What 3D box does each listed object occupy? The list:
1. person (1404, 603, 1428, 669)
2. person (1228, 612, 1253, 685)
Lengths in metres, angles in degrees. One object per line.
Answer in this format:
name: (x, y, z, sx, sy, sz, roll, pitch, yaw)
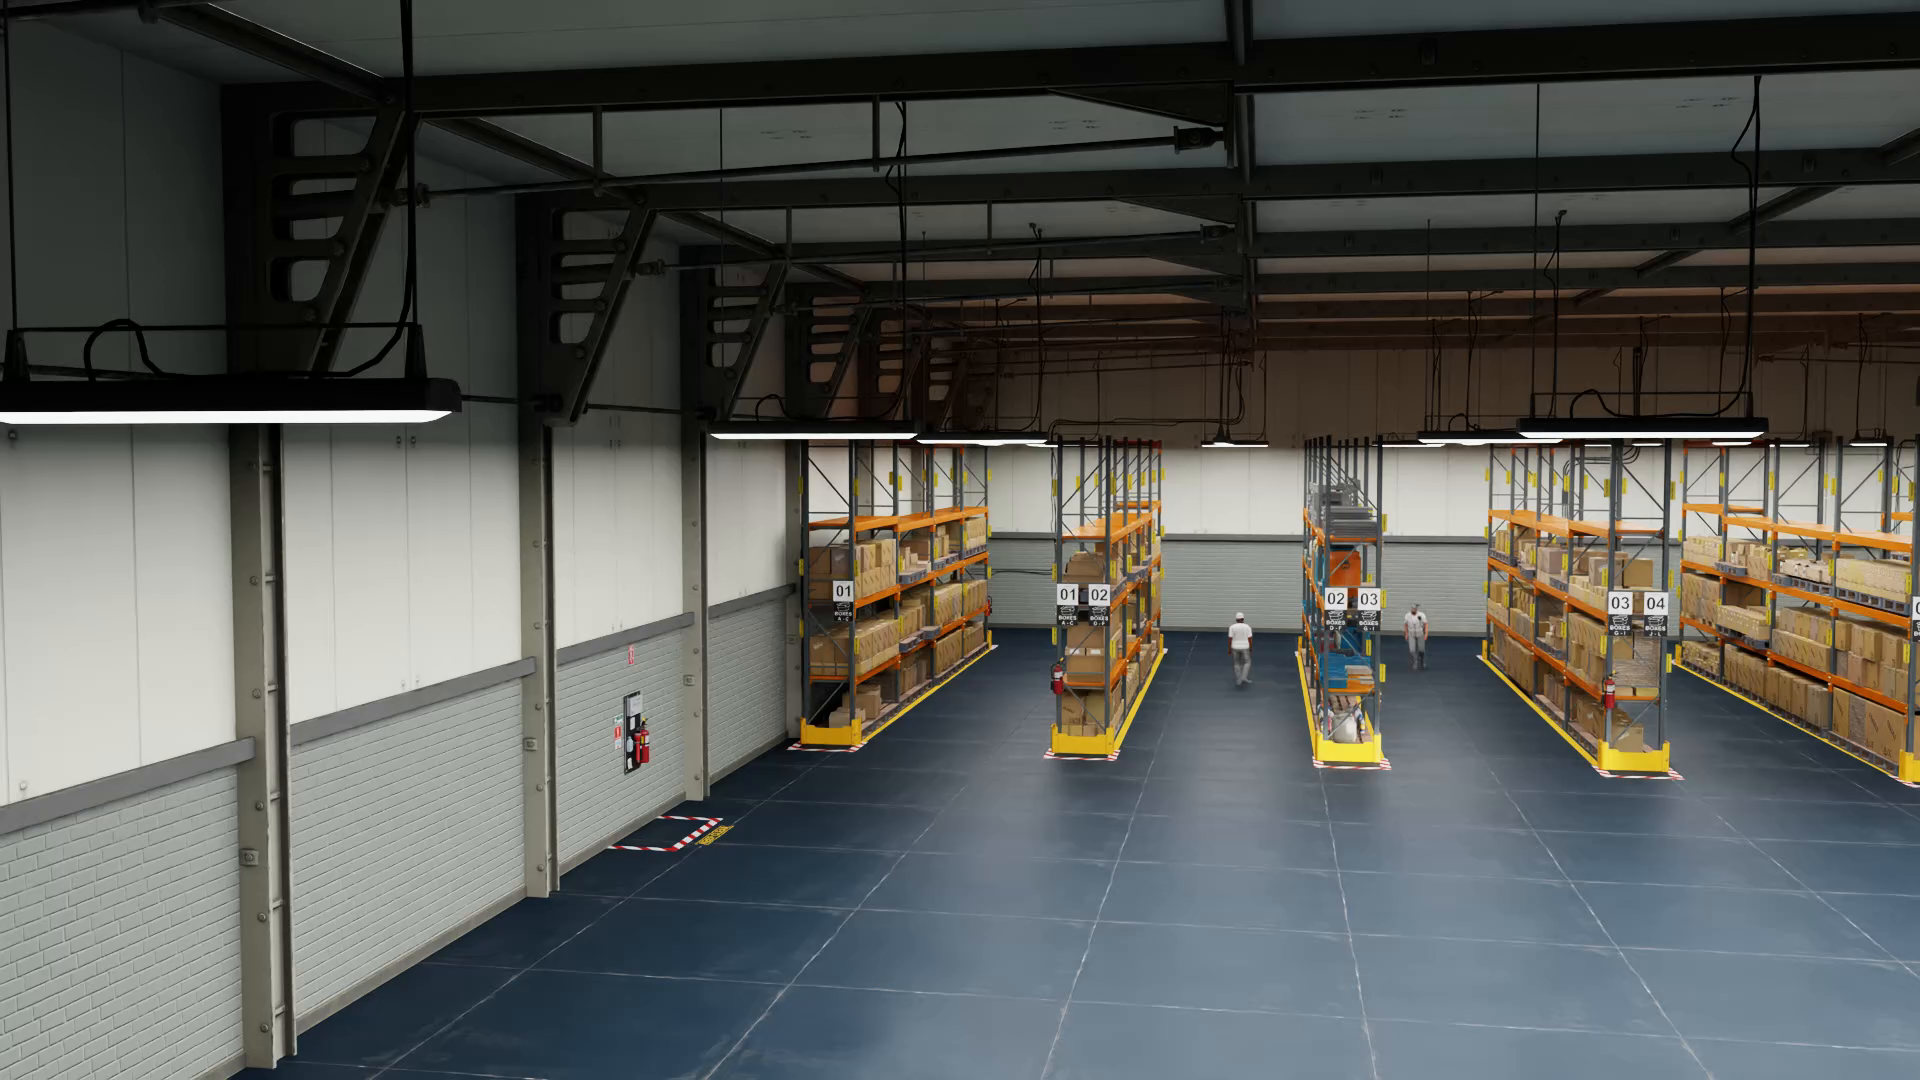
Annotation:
person: (11.967, 2.506, 43.624, 0.612, 1.755, 0.537, 1, 3, 20)
person: (6.836, 2.655, 40.567, 0.593, 1.766, 0.547, 1, 3, 14)
